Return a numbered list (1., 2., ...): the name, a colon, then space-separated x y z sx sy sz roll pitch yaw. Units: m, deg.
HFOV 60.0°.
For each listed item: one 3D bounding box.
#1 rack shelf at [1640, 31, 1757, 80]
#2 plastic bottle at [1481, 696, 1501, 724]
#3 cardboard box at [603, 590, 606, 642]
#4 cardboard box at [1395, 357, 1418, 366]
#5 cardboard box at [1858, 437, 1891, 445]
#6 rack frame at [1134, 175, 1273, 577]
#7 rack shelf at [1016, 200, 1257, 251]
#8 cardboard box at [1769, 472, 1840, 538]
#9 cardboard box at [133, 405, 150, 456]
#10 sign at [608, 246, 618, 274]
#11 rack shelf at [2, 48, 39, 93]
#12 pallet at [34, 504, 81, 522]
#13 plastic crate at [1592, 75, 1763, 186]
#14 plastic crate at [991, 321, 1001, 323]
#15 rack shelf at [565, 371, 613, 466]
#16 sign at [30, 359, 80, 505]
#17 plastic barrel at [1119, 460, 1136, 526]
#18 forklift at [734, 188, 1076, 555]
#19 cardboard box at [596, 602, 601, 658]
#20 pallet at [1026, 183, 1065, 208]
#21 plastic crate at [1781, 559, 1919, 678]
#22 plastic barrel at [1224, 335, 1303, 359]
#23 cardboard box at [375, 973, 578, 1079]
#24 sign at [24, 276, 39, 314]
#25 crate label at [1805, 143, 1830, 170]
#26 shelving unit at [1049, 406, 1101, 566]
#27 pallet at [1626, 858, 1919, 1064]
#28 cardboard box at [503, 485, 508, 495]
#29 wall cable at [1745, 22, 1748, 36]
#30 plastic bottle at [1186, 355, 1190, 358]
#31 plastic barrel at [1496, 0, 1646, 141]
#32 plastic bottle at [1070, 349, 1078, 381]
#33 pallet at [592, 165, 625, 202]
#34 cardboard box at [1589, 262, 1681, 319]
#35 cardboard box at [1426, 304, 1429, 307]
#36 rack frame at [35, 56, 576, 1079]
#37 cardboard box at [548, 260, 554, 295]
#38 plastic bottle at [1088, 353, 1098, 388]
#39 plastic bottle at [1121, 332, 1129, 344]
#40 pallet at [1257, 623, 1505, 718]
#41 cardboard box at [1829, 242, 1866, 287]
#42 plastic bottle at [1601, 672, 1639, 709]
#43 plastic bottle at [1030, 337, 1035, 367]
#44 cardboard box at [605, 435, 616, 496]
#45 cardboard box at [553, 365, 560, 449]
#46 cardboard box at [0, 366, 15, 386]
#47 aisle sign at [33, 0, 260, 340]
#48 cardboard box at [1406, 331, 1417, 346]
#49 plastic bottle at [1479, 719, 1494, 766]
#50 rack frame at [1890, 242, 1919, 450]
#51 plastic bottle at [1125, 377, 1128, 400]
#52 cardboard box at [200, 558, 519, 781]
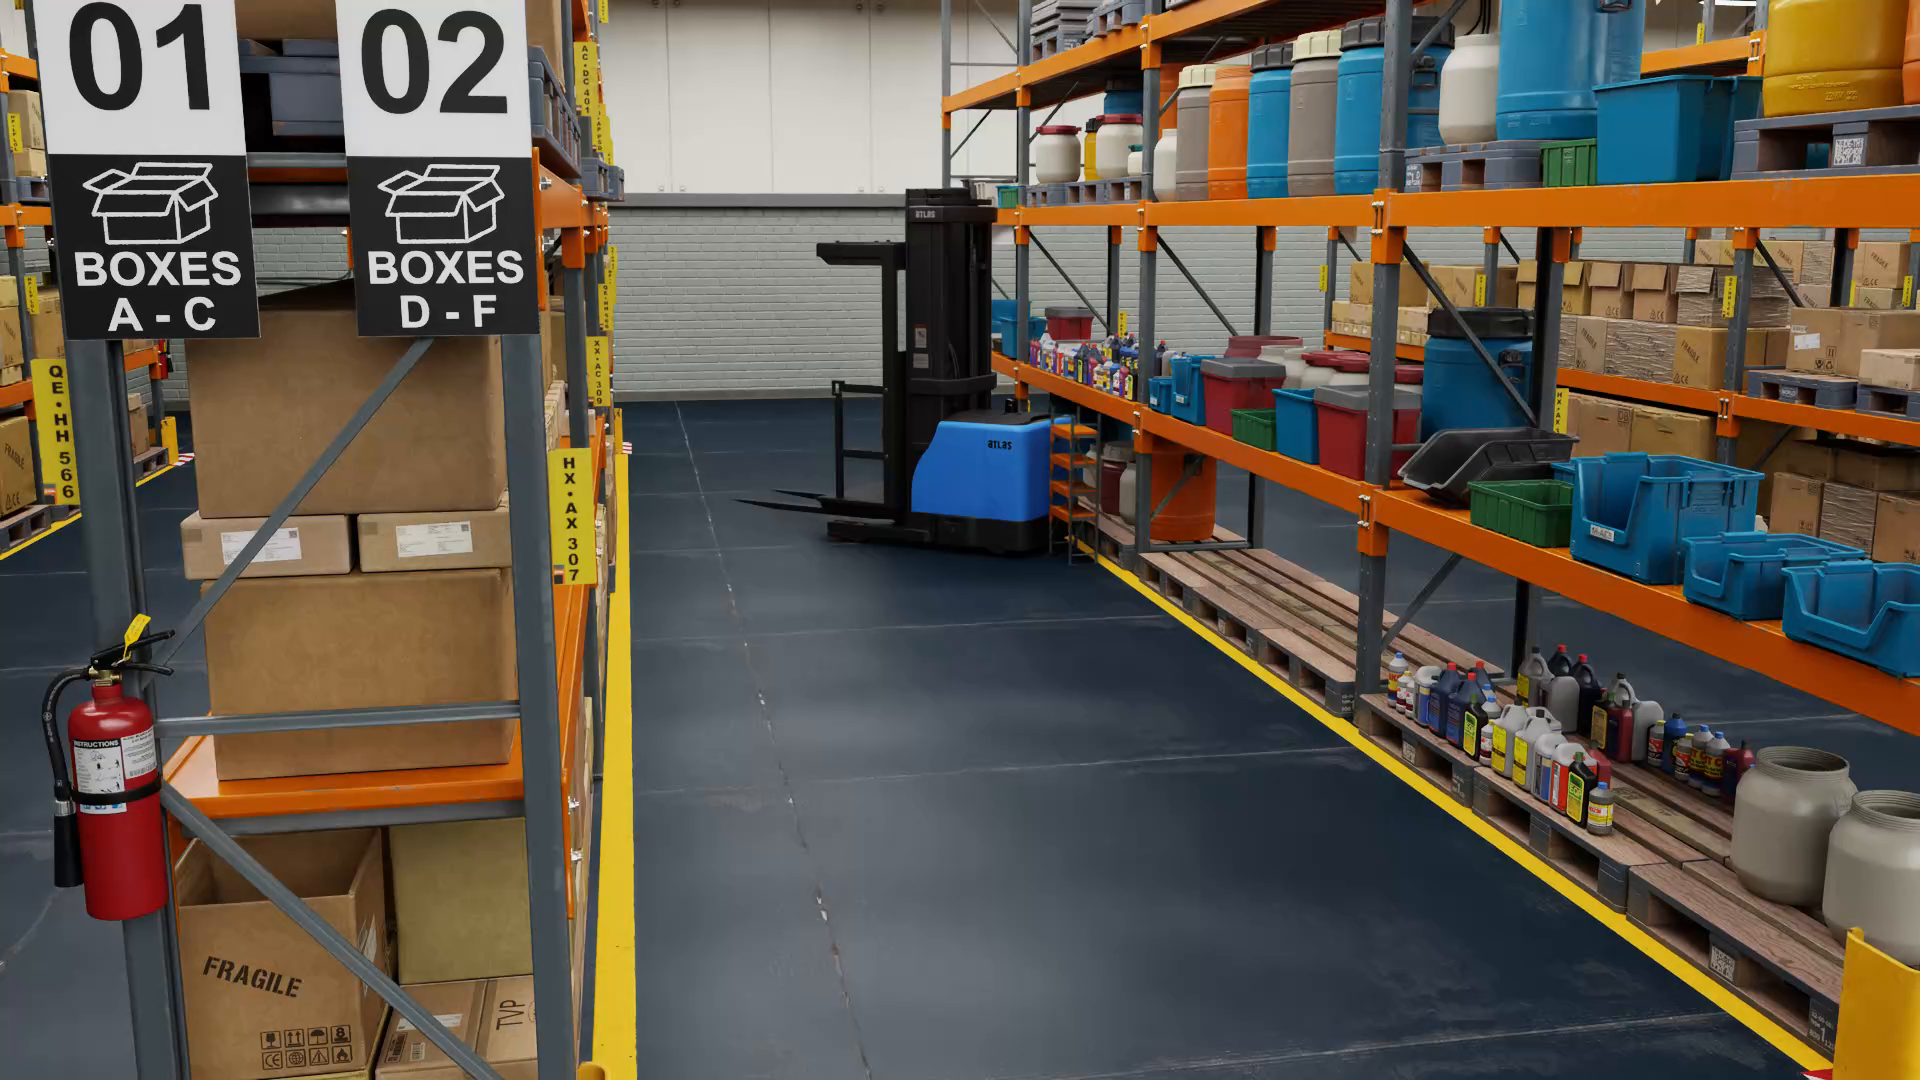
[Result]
1. rack shelf: 6.311 -4.162 14.991 1.077 0.370 4.000 -2 11 -11
2. plastic bottle: 2.471 0.863 7.760 0.097 0.271 0.097 0 11 0
3. cardboard box: -2.375 0.474 9.912 0.500 0.250 0.500 -2 11 -10
4. cardboard box: 5.524 -1.747 19.910 0.875 0.875 0.875 -2 11 -11
5. cardboard box: 10.396 -1.159 18.765 0.380 0.149 0.250 -2 11 -10
6. rack frame: 1.841 -1.218 12.574 1.000 3.000 0.127 -2 11 -11
7. rack shelf: 1.452 -2.705 14.288 1.077 0.370 4.000 -2 11 -11
8. cardboard box: 6.849 -0.264 13.071 0.700 0.500 0.500 -3 11 -14
9. cardboard box: -9.198 -1.179 17.929 0.700 0.500 0.500 -2 11 -11
10. sign: -4.026 -3.246 19.289 0.100 0.325 0.005 -2 11 -11
11. rack shelf: -9.044 -4.355 16.006 1.077 0.370 4.000 -2 11 -11
12. pallet: -8.726 -0.364 15.544 1.003 0.211 1.213 -2 11 -11
13. plastic crate: 2.731 -1.555 6.366 0.392 0.384 0.575 -2 11 -11
14. plastic crate: 0.266 -2.334 18.723 0.416 0.233 0.300 -2 11 -11
15. rack shelf: -3.407 -1.052 13.625 1.077 0.370 4.000 -2 11 -11
16. sign: -1.997 -0.239 3.701 0.100 0.325 0.005 -2 11 -11
17. plastic barrel: 1.532 -0.392 13.762 0.421 0.512 0.421 0 11 0
18. forklift: -0.546 -1.498 14.226 3.031 2.935 1.130 6 12 29
19. cardboard box: -2.076 0.479 8.388 0.500 0.311 0.500 -2 11 -11
20. pallet: 1.311 -3.192 15.429 1.213 0.211 1.003 -2 11 -11
21. plastic crate: 3.006 0.241 5.304 0.499 0.251 0.616 -2 11 -11
22. plastic barrel: 2.229 -1.211 12.172 0.600 0.536 0.708 -2 11 -11
23. cardboard box: -1.348 1.467 4.699 0.500 0.250 0.500 -2 11 -11
24. sign: -8.124 -2.143 14.547 0.100 0.325 0.005 -2 11 -11
25. crate label: 3.357 -1.507 6.465 0.502 0.251 0.408 -2 11 -11
26. shelving unit: 0.912 -0.440 13.279 0.258 1.200 0.503 -3 12 -15
27. pallet: 3.183 1.458 5.974 1.003 0.211 1.213 -2 11 -11
28. cardboard box: -1.381 -0.067 4.525 0.380 0.149 0.250 -2 11 -12
29. wall cable: 14.220 -7.233 28.130 2.355 3.000 0.029 -2 11 -11
30. plastic bottle: 1.918 -1.420 13.978 0.097 0.271 0.097 0 11 0
31. plastic barrel: 2.708 -2.224 7.373 0.600 0.901 0.708 -2 11 -11
32. plastic bottle: 1.019 -1.537 14.595 0.097 0.271 0.097 0 11 0
33. pallet: -2.799 -2.298 10.731 1.213 0.211 1.003 -2 11 -8
34. cardboard box: 6.312 -2.317 15.398 0.797 0.503 0.637 -2 11 -9
35. cardboard box: 5.695 -2.672 19.820 0.500 0.250 0.500 -3 11 -13
36. rack frame: -1.462 0.429 3.922 1.000 3.000 0.127 -2 11 -11
37. cardboard box: -4.251 -2.490 16.313 0.500 0.500 0.500 -2 11 -12
38. plastic bottle: 1.122 -1.429 13.994 0.061 0.283 0.133 -2 11 -11
39. plastic bottle: 1.563 -1.771 15.610 0.144 0.351 0.185 -2 11 -11
40. pallet: 2.428 0.743 9.729 1.003 0.211 1.213 -2 11 -11
41. cardboard box: 10.344 -3.151 18.992 0.500 0.500 0.500 -2 11 -13
42. plastic bottle: 3.127 0.803 7.864 0.144 0.351 0.185 -2 11 -11
43. plastic bottle: 0.716 -1.812 16.004 0.061 0.283 0.133 -2 11 -11
44. cardboard box: -3.419 -0.680 15.257 0.500 0.500 0.500 -2 11 -11
45. cardboard box: -2.676 -0.781 10.008 0.500 0.500 0.500 -3 11 -14
46. cardboard box: -8.239 -1.381 14.047 0.380 0.149 0.250 -2 11 -10
47. aisle sign: -1.738 -0.826 3.560 0.394 0.787 0.004 -2 11 -11
48. cardboard box: 5.291 -2.288 18.867 0.380 0.149 0.250 -2 11 -12
49. plastic bottle: 2.438 0.925 7.624 0.097 0.201 0.097 0 11 0
50. rack frame: 10.806 -2.294 18.225 1.000 3.000 0.127 -2 11 -11
51. plastic bottle: 1.339 -1.201 13.015 0.097 0.201 0.097 0 11 0
52. cardboard box: -1.541 0.293 4.365 0.700 0.500 0.500 -2 11 -11
